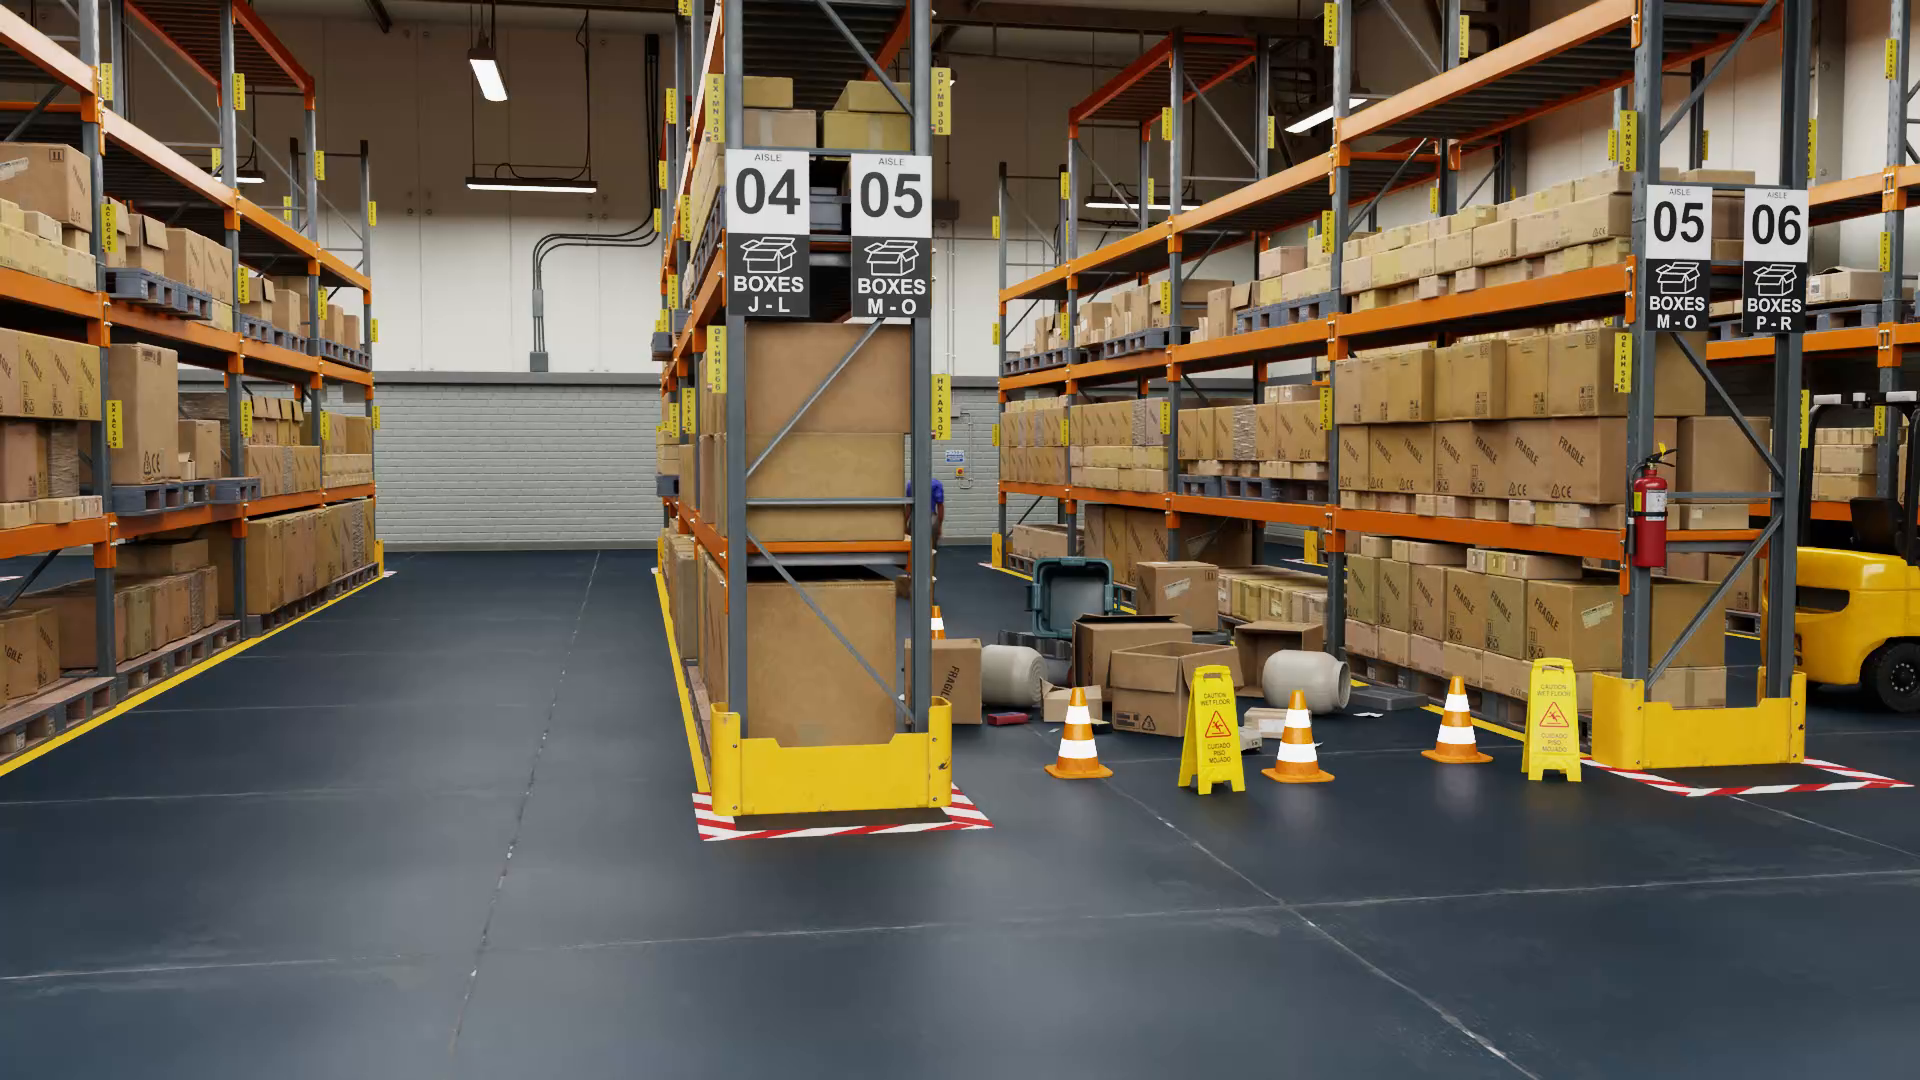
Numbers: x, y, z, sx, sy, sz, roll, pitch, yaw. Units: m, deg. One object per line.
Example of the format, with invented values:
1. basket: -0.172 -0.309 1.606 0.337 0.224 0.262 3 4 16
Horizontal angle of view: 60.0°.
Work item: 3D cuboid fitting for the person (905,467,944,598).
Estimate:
1. person: -0.434 -0.147 19.742 0.492 1.686 0.436 0 3 1
